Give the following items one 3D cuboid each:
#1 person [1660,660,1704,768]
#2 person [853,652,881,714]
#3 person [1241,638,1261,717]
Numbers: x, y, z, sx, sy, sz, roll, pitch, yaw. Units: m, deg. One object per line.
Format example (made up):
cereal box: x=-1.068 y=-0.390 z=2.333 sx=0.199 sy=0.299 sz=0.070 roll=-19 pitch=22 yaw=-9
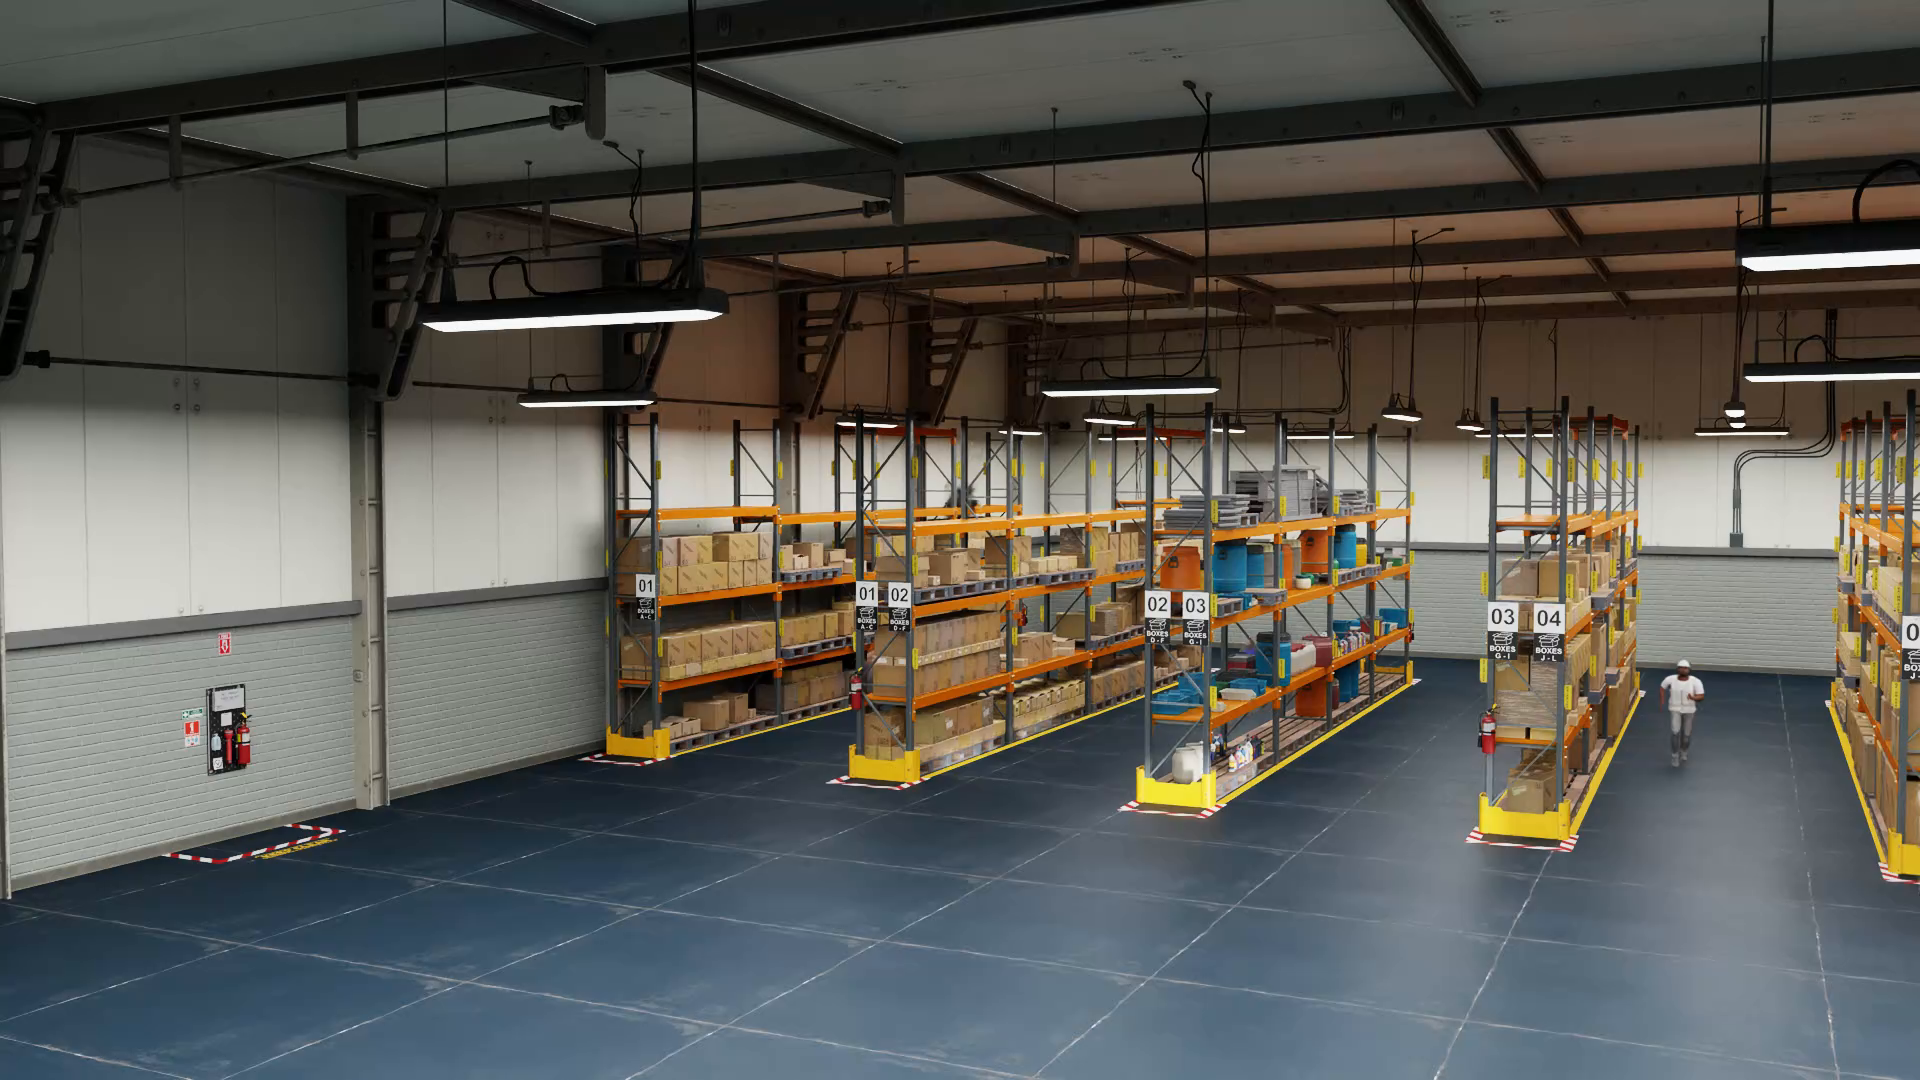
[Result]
person: x=12.221 y=2.934 z=28.157 sx=0.676 sy=1.820 sz=0.768 roll=1 pitch=3 yaw=19
person: x=-1.589 y=2.887 z=30.131 sx=0.718 sy=1.759 sz=0.938 roll=1 pitch=3 yaw=18
person: x=5.950 y=2.786 z=33.891 sx=0.555 sy=1.609 sz=0.575 roll=1 pitch=3 yaw=27
